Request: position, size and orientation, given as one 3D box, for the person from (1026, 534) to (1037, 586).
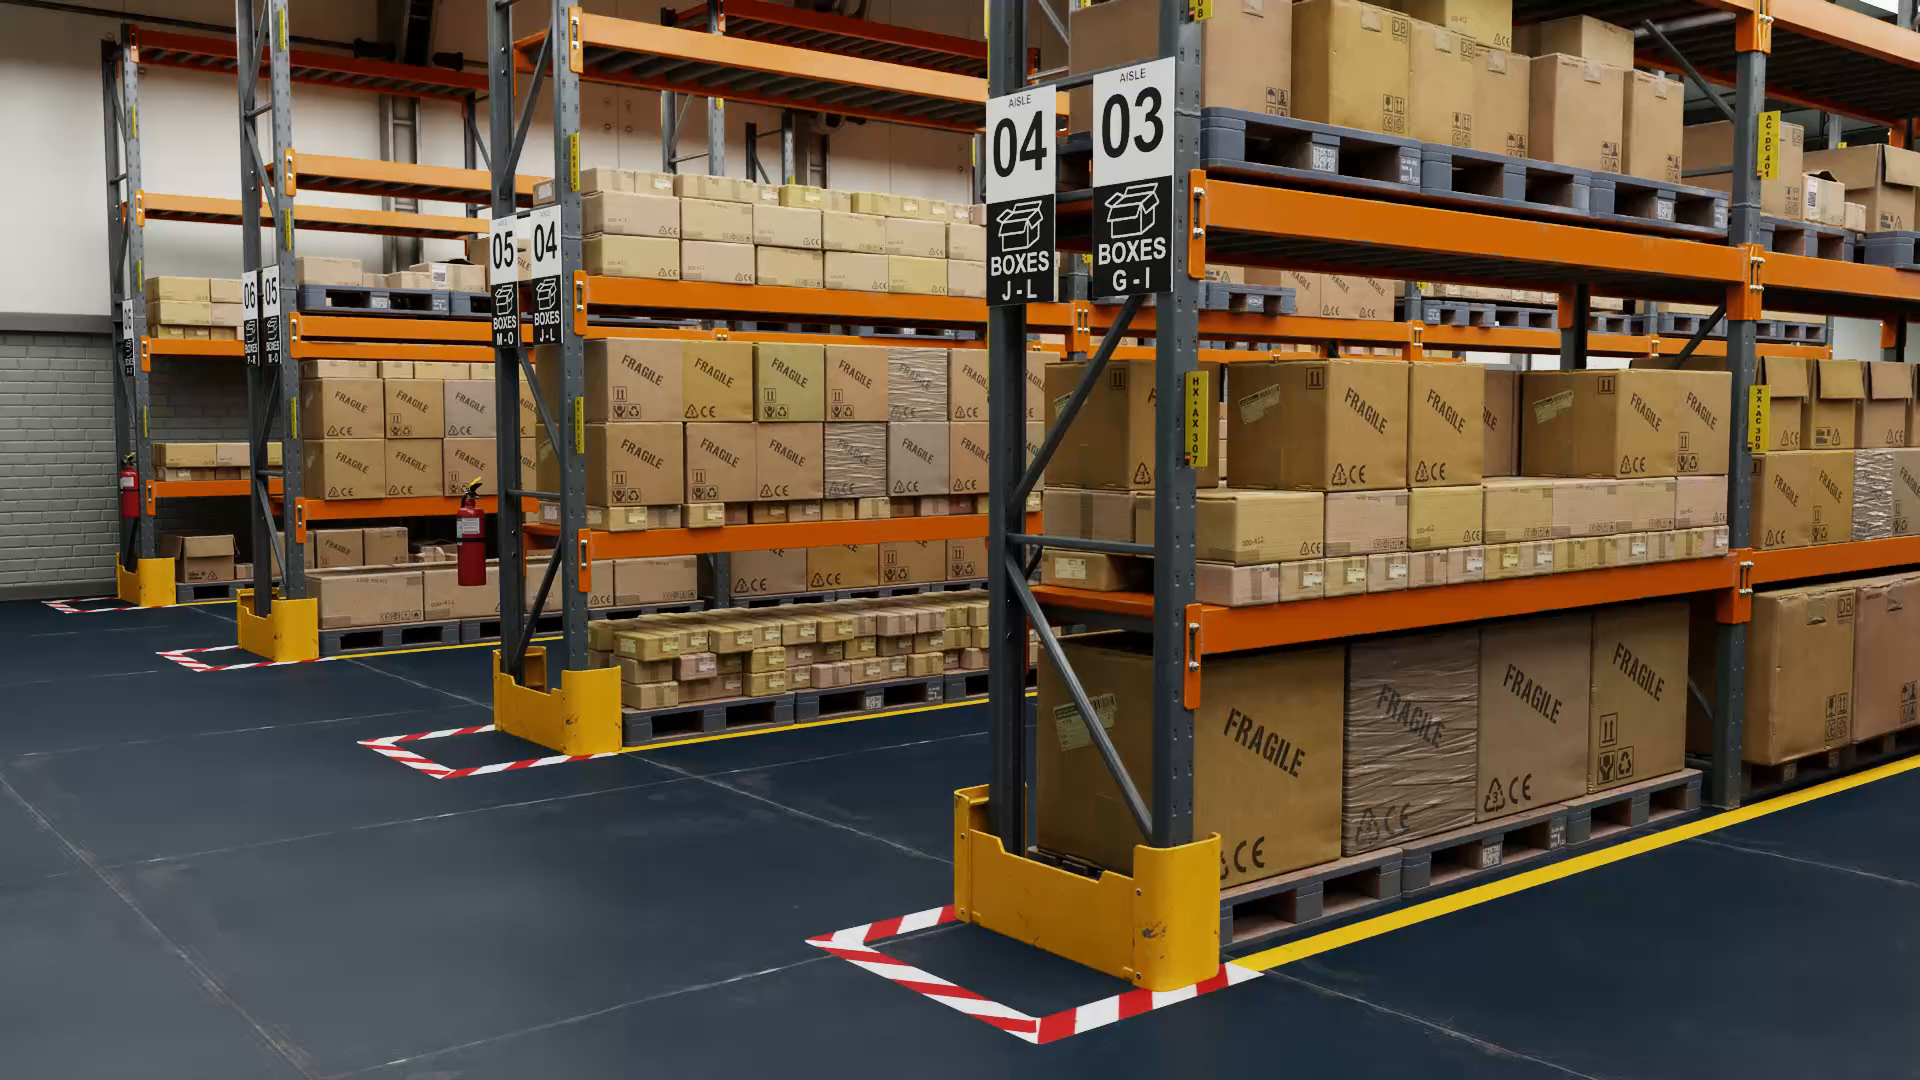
[{"bbox_3d":[0.464,-0.018,15.109,0.625,1.773,0.452,-4,6,-42],"label":"person"}]
